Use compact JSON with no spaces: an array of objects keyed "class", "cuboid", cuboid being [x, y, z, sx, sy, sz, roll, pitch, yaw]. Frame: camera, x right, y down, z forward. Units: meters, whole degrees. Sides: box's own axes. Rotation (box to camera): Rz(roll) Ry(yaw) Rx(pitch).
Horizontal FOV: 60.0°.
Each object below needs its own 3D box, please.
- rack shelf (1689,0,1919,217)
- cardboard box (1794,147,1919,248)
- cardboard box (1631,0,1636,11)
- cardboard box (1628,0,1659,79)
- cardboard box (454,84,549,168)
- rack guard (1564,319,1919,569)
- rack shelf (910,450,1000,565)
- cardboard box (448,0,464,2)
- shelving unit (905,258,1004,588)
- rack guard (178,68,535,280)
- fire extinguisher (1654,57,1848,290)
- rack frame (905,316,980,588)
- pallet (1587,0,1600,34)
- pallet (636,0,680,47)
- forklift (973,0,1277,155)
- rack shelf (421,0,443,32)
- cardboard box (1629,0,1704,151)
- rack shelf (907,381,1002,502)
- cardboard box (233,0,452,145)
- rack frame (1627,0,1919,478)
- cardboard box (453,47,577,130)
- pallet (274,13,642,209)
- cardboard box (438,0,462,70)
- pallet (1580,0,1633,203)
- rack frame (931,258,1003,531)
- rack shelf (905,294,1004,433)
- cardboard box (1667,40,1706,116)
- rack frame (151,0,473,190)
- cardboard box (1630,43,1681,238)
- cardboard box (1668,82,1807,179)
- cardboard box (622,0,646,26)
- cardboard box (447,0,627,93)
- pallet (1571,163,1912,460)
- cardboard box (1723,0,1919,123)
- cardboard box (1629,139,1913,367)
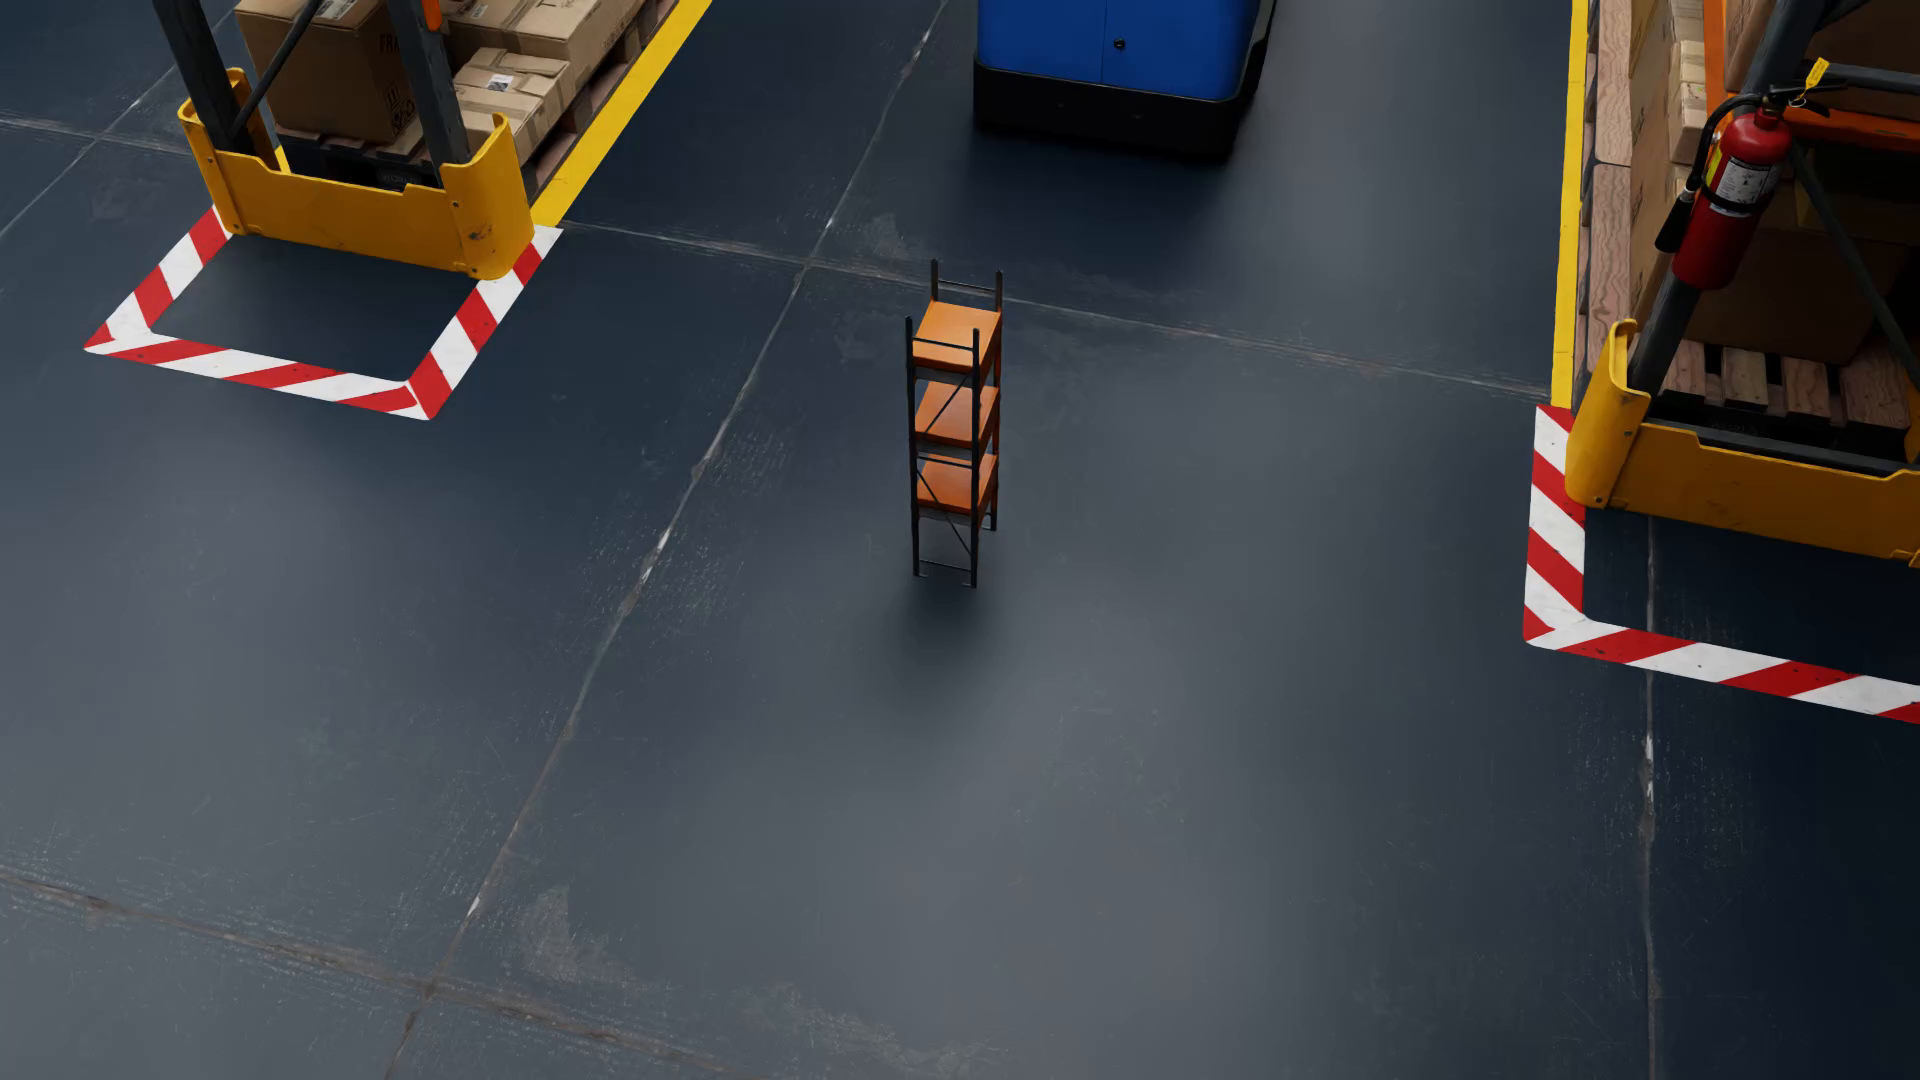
[{"class":"rack shelf","cuboid":[3.089,-2.350,5.803,1.077,0.370,4.000,12,50,10]},{"class":"cardboard box","cuboid":[2.811,-1.064,5.143,0.380,0.149,0.250,12,50,10]},{"class":"cardboard box","cuboid":[3.185,-2.463,6.810,0.700,0.500,0.500,11,50,10]},{"class":"cardboard box","cuboid":[3.047,-2.092,6.483,0.700,0.500,0.500,13,50,11]},{"class":"cardboard box","cuboid":[-1.775,-1.554,6.228,0.380,0.149,0.250,12,50,10]},{"class":"rack guard","cuboid":[2.557,-0.297,5.179,1.175,0.500,0.348,12,50,10]},{"class":"rack shelf","cuboid":[-0.014,-0.118,5.039,0.215,0.259,0.240,12,50,10]},{"class":"cardboard box","cuboid":[-2.033,-2.475,6.974,0.500,0.250,0.500,12,50,10]},{"class":"shelving unit","cuboid":[-0.014,-0.309,4.822,0.215,1.050,0.252,12,50,10]},{"class":"rack guard","cuboid":[-2.197,-1.344,6.103,1.175,0.500,0.348,12,50,10]},{"class":"fire extinguisher","cuboid":[2.078,-0.974,4.410,0.296,0.674,0.183,12,50,10]},{"class":"rack frame","cuboid":[-0.046,-0.220,4.744,0.200,1.050,0.008,12,50,10]},{"class":"pallet","cuboid":[3.340,-2.577,7.384,1.003,0.211,1.213,12,50,10]},{"class":"pallet","cuboid":[-1.665,-2.705,7.497,1.003,0.211,1.213,12,50,10]},{"class":"forklift","cuboid":[0.923,-3.602,6.475,1.130,2.935,3.031,11,50,10]},{"class":"rack shelf","cuboid":[-1.691,-3.325,6.664,1.077,0.370,4.000,12,50,10]},{"class":"cardboard box","cuboid":[2.914,-1.705,6.141,0.700,0.500,0.500,10,49,9]},{"class":"rack shelf","cuboid":[-0.014,-0.302,4.830,0.215,0.259,0.240,12,50,10]},{"class":"cardboard box","cuboid":[-2.312,-1.877,6.279,0.500,0.500,0.500,12,50,10]},{"class":"rack frame","cuboid":[2.563,-1.141,4.257,1.000,3.000,0.127,12,50,10]},{"class":"cardboard box","cuboid":[-1.709,-1.740,6.382,0.380,0.166,0.250,12,50,10]},{"class":"pallet","cuboid":[-1.988,-1.825,6.720,1.003,0.211,1.213,12,50,10]},{"class":"cardboard box","cuboid":[-2.118,-2.041,6.647,0.380,0.166,0.250,12,50,10]},{"class":"pallet","cuboid":[3.021,-1.692,6.603,1.003,0.211,1.213,12,50,10]},{"class":"rack frame","cuboid":[0.018,-0.397,4.900,0.200,1.050,0.008,12,50,10]},{"class":"rack shelf","cuboid":[-0.014,-0.489,4.617,0.215,0.259,0.240,12,50,10]},{"class":"cardboard box","cuboid":[2.575,-1.508,5.535,0.380,0.149,0.250,13,50,11]},{"class":"rack frame","cuboid":[-2.217,-2.116,5.117,1.000,3.000,0.127,12,50,10]},{"class":"cardboard box","cuboid":[2.782,-1.341,5.820,0.700,0.500,0.500,11,50,10]},{"class":"cardboard box","cuboid":[2.509,-1.323,5.371,0.380,0.149,0.250,11,49,10]},{"class":"cardboard box","cuboid":[-1.537,-2.413,6.919,0.500,0.250,0.500,12,50,10]},{"class":"cardboard box","cuboid":[-1.669,-2.051,6.600,0.500,0.250,0.500,12,50,10]},{"class":"pallet","cuboid":[2.698,-0.812,5.826,1.003,0.211,1.213,12,50,10]},{"class":"cardboard box","cuboid":[2.688,-1.612,4.472,0.980,0.700,0.700,14,50,12]},{"class":"cardboard box","cuboid":[2.651,-0.979,5.501,0.700,0.500,0.500,12,50,10]}]
